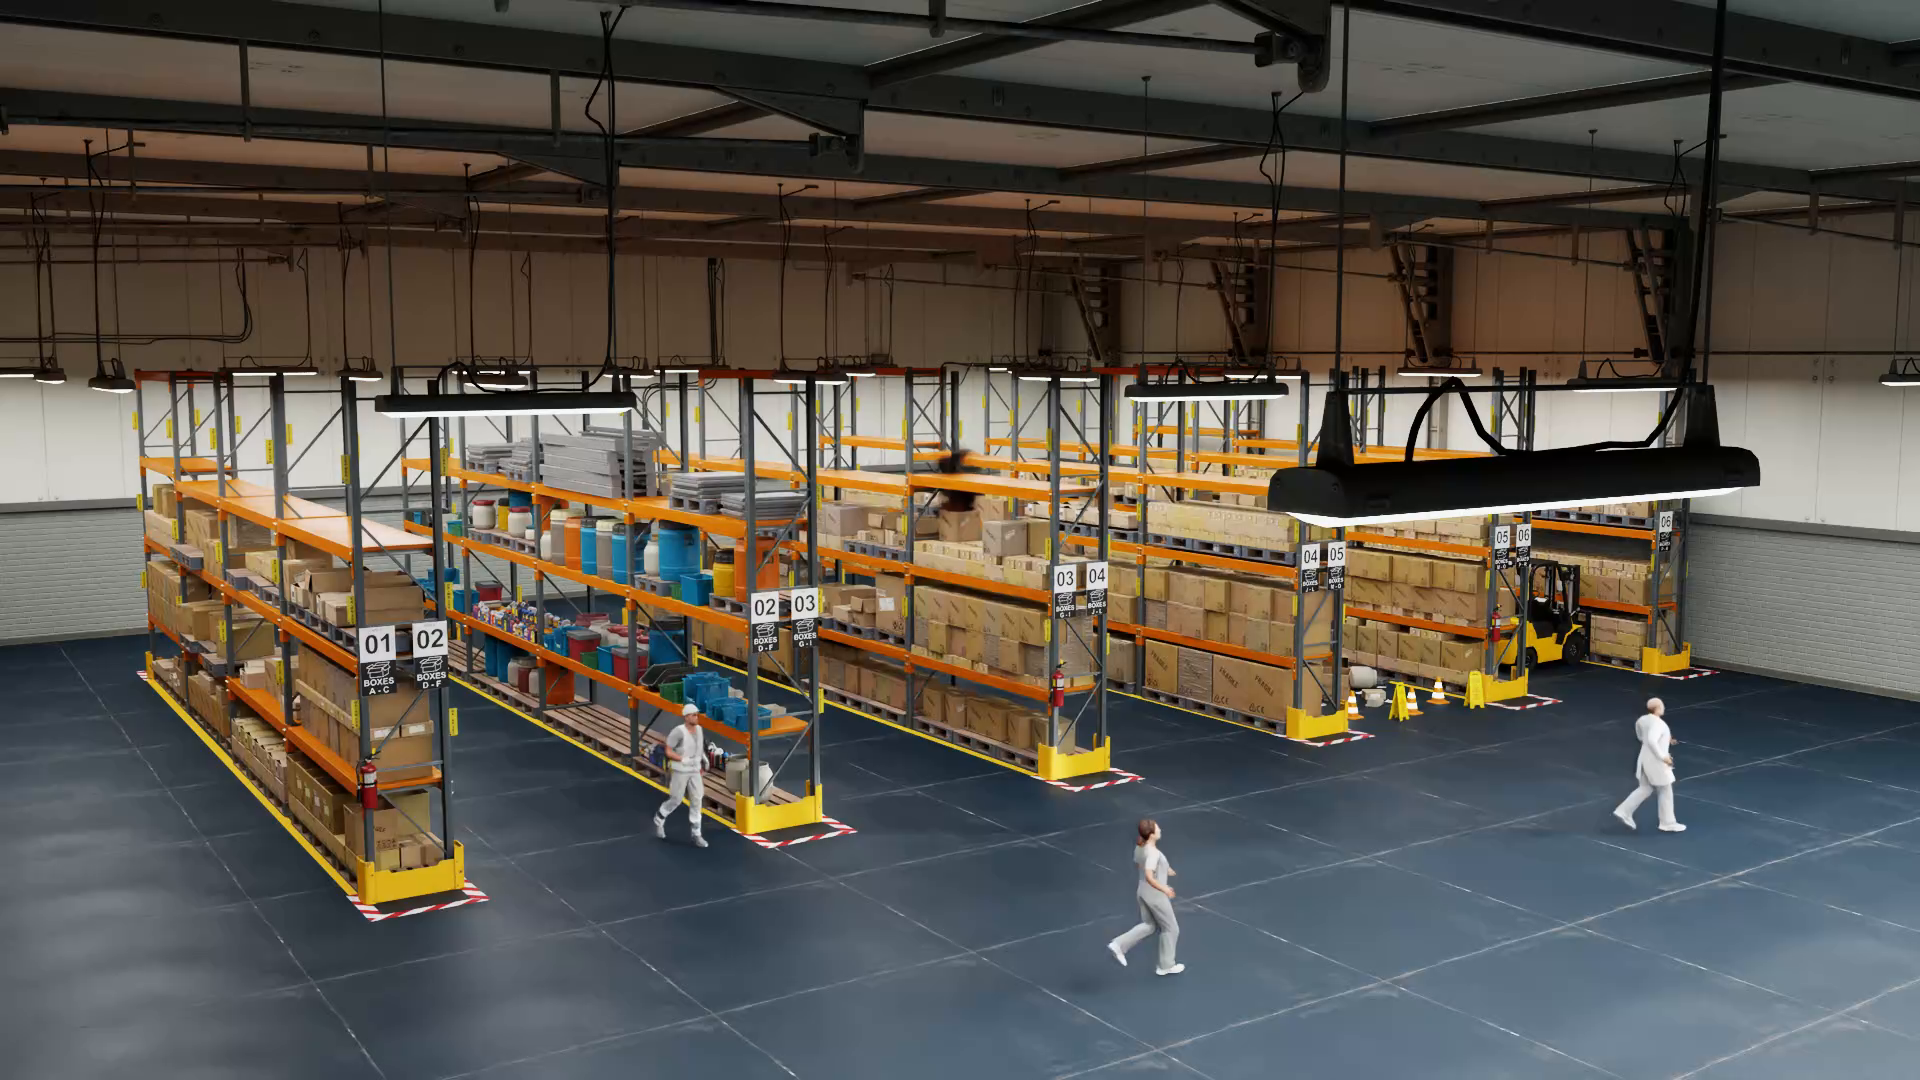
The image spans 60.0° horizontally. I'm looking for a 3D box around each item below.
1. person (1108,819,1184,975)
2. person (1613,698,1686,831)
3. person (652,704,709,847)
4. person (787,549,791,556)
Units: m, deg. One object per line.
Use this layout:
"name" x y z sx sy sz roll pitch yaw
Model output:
"person" 1.915 3.621 16.844 0.802 1.635 0.575 -2 7 -17
"person" 9.129 2.999 21.911 0.949 1.677 0.715 -1 7 -8
"person" -3.518 3.003 21.531 0.911 1.789 0.714 6 9 41
"person" -4.209 0.959 40.909 0.561 1.532 0.514 2 7 20
